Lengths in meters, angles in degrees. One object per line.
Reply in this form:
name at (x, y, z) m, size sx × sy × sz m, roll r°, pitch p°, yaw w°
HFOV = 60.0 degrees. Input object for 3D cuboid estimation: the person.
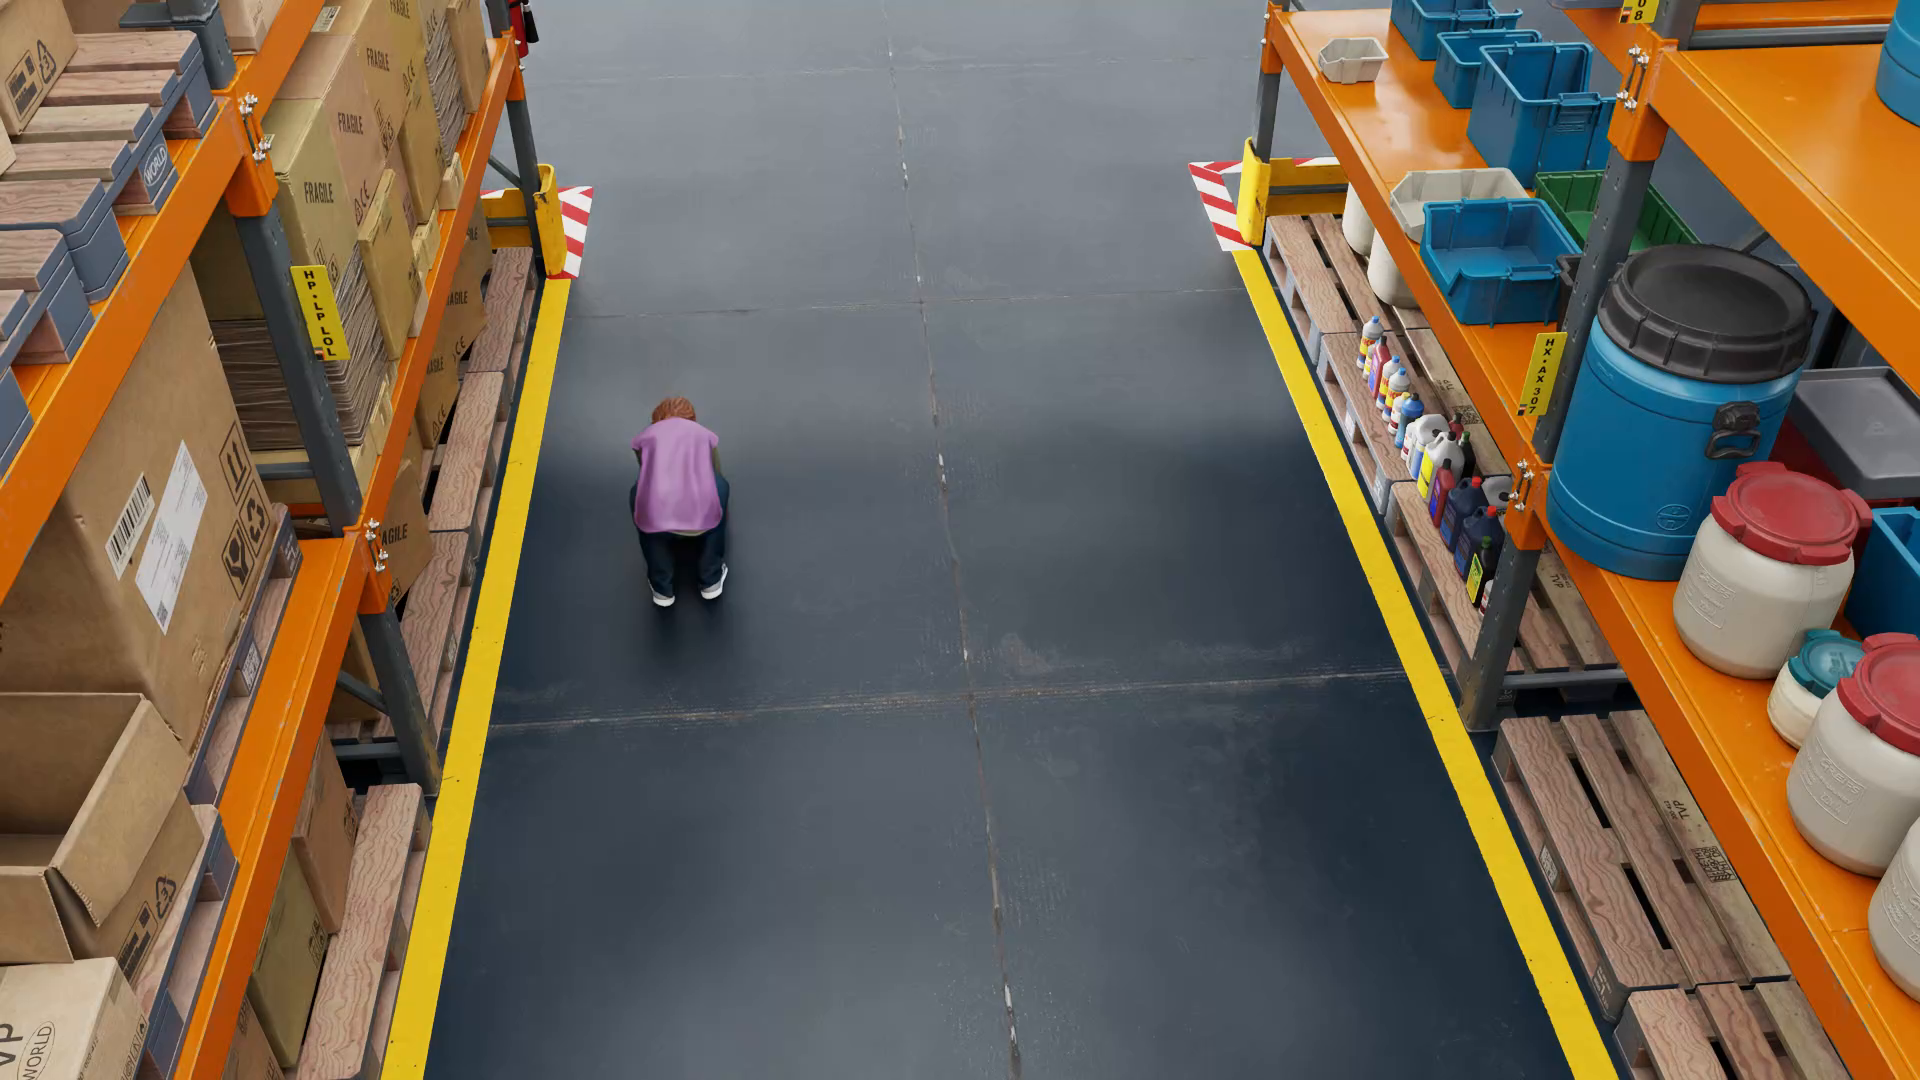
person at (-1.182, -0.156, 7.044) m, size 0.422 × 0.758 × 0.873 m, roll -4°, pitch 40°, yaw -5°
